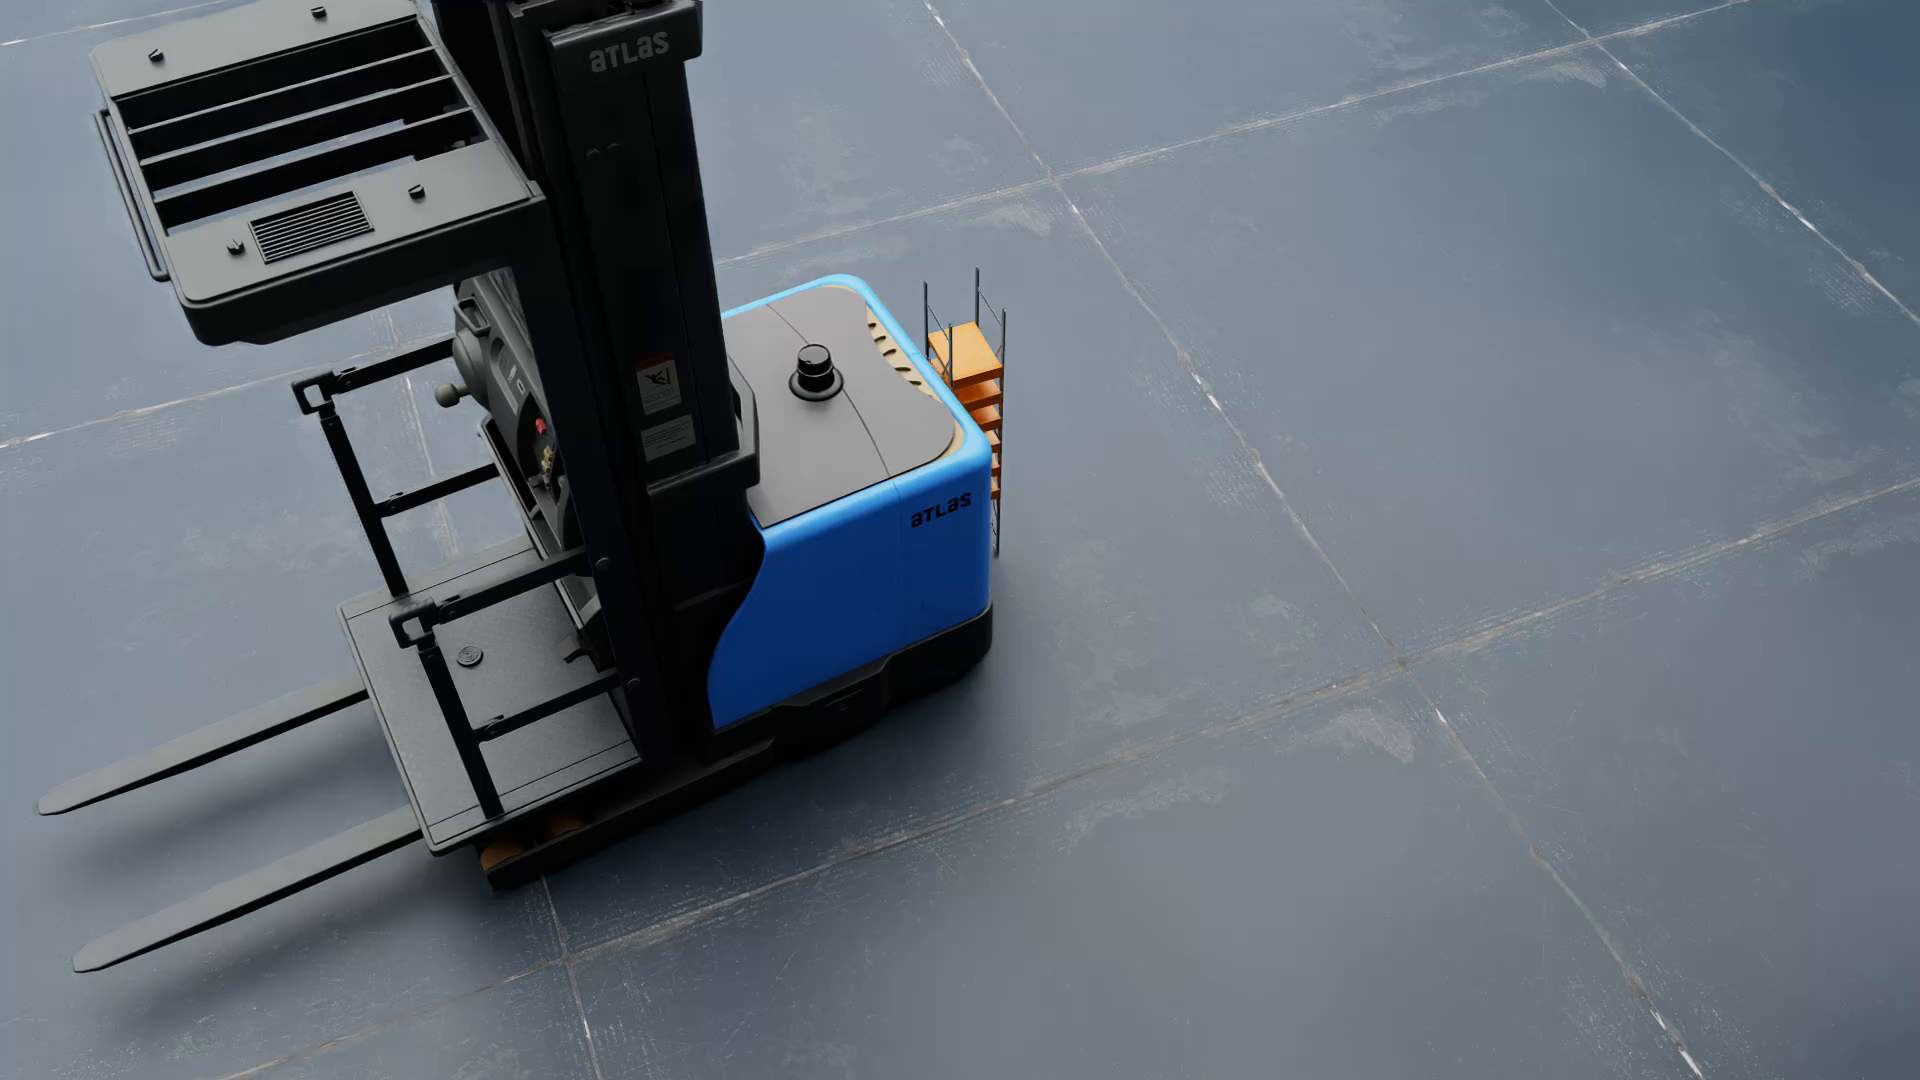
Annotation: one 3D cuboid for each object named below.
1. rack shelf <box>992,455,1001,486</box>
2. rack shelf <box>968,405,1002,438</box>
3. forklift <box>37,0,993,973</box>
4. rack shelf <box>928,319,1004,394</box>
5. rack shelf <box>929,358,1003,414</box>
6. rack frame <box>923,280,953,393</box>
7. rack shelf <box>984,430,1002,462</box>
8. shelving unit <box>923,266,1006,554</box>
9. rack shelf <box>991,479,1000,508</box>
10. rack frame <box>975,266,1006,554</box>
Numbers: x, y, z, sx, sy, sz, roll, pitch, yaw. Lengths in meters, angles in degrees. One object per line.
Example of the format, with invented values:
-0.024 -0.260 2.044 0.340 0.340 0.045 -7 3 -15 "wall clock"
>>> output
0.013 -0.288 5.923 0.180 0.103 0.258 -17 52 -14 "rack shelf"
0.013 -0.444 5.741 0.180 0.103 0.258 -17 52 -14 "rack shelf"
-1.428 -0.319 4.592 3.031 2.935 1.130 -23 53 -18 "forklift"
0.013 -0.601 5.559 0.180 0.103 0.258 -17 52 -14 "rack shelf"
0.013 -0.522 5.650 0.180 0.103 0.258 -17 52 -14 "rack shelf"
-0.071 -0.369 5.776 0.006 1.200 0.240 -17 52 -14 "rack frame"
0.013 -0.366 5.832 0.180 0.103 0.258 -17 52 -14 "rack shelf"
0.013 -0.395 5.798 0.189 1.200 0.258 -17 52 -14 "shelving unit"
0.013 -0.210 6.014 0.180 0.103 0.258 -17 52 -14 "rack shelf"
0.098 -0.421 5.821 0.006 1.200 0.240 -17 52 -14 "rack frame"
